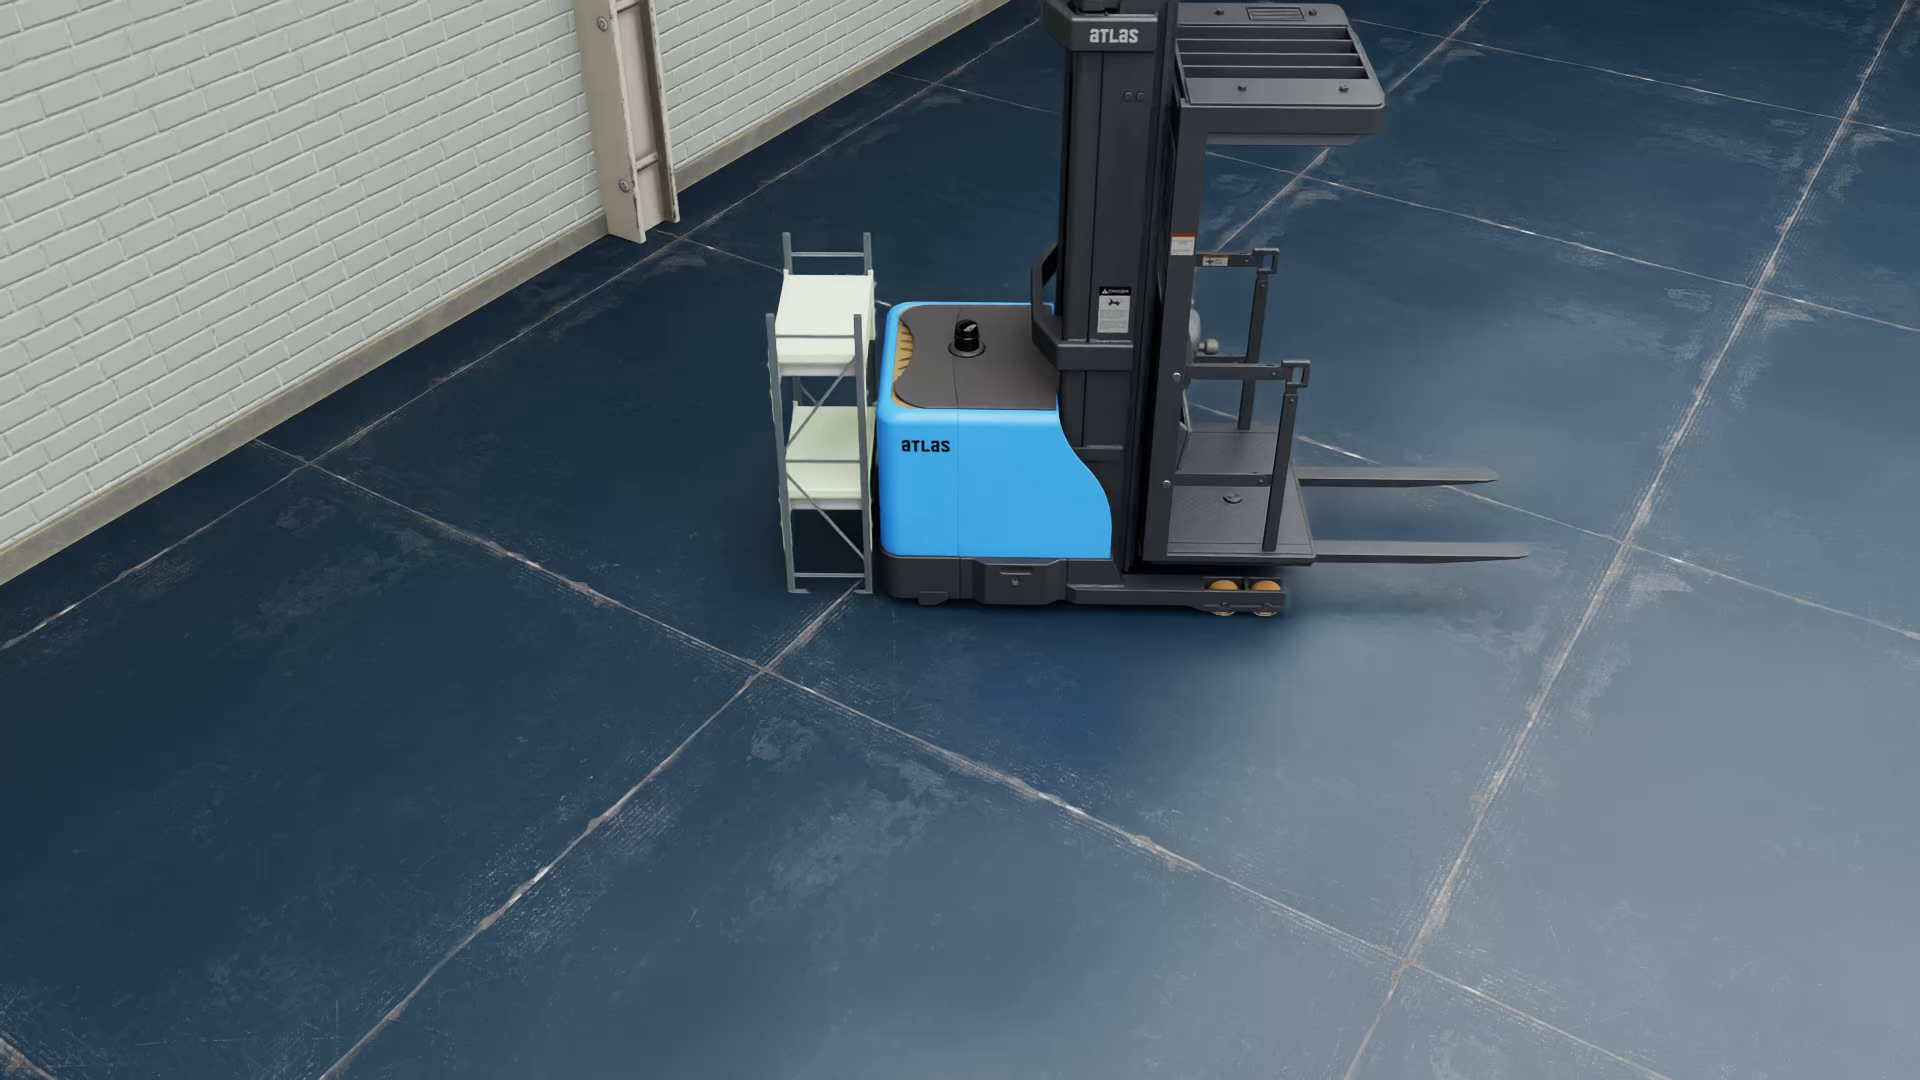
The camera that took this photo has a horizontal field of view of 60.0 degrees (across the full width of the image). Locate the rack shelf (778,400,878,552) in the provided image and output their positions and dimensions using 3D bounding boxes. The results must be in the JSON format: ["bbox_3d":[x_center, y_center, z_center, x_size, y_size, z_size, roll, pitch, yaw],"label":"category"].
[{"bbox_3d":[-0.608,-0.312,7.900,0.431,0.370,0.720,0,38,0],"label":"rack shelf"}]

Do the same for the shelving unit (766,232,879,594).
[{"bbox_3d":[-0.608,-0.570,7.701,0.431,1.500,0.755,0,38,0],"label":"shelving unit"}]

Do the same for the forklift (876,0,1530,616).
[{"bbox_3d":[1.147,-1.137,7.264,3.031,2.935,1.130,1,38,1],"label":"forklift"}]

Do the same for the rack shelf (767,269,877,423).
[{"bbox_3d":[-0.608,-0.879,7.463,0.431,0.370,0.720,0,38,0],"label":"rack shelf"}]

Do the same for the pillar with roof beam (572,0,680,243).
[{"bbox_3d":[1.566,-4.207,6.276,9.100,9.000,0.400,21,42,25],"label":"pillar with roof beam"}]

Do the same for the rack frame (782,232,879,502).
[{"bbox_3d":[-0.604,-0.794,7.991,0.400,1.500,0.023,0,38,0],"label":"rack frame"}]

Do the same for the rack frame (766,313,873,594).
[{"bbox_3d":[-0.612,-0.347,7.411,0.400,1.500,0.023,0,38,0],"label":"rack frame"}]
